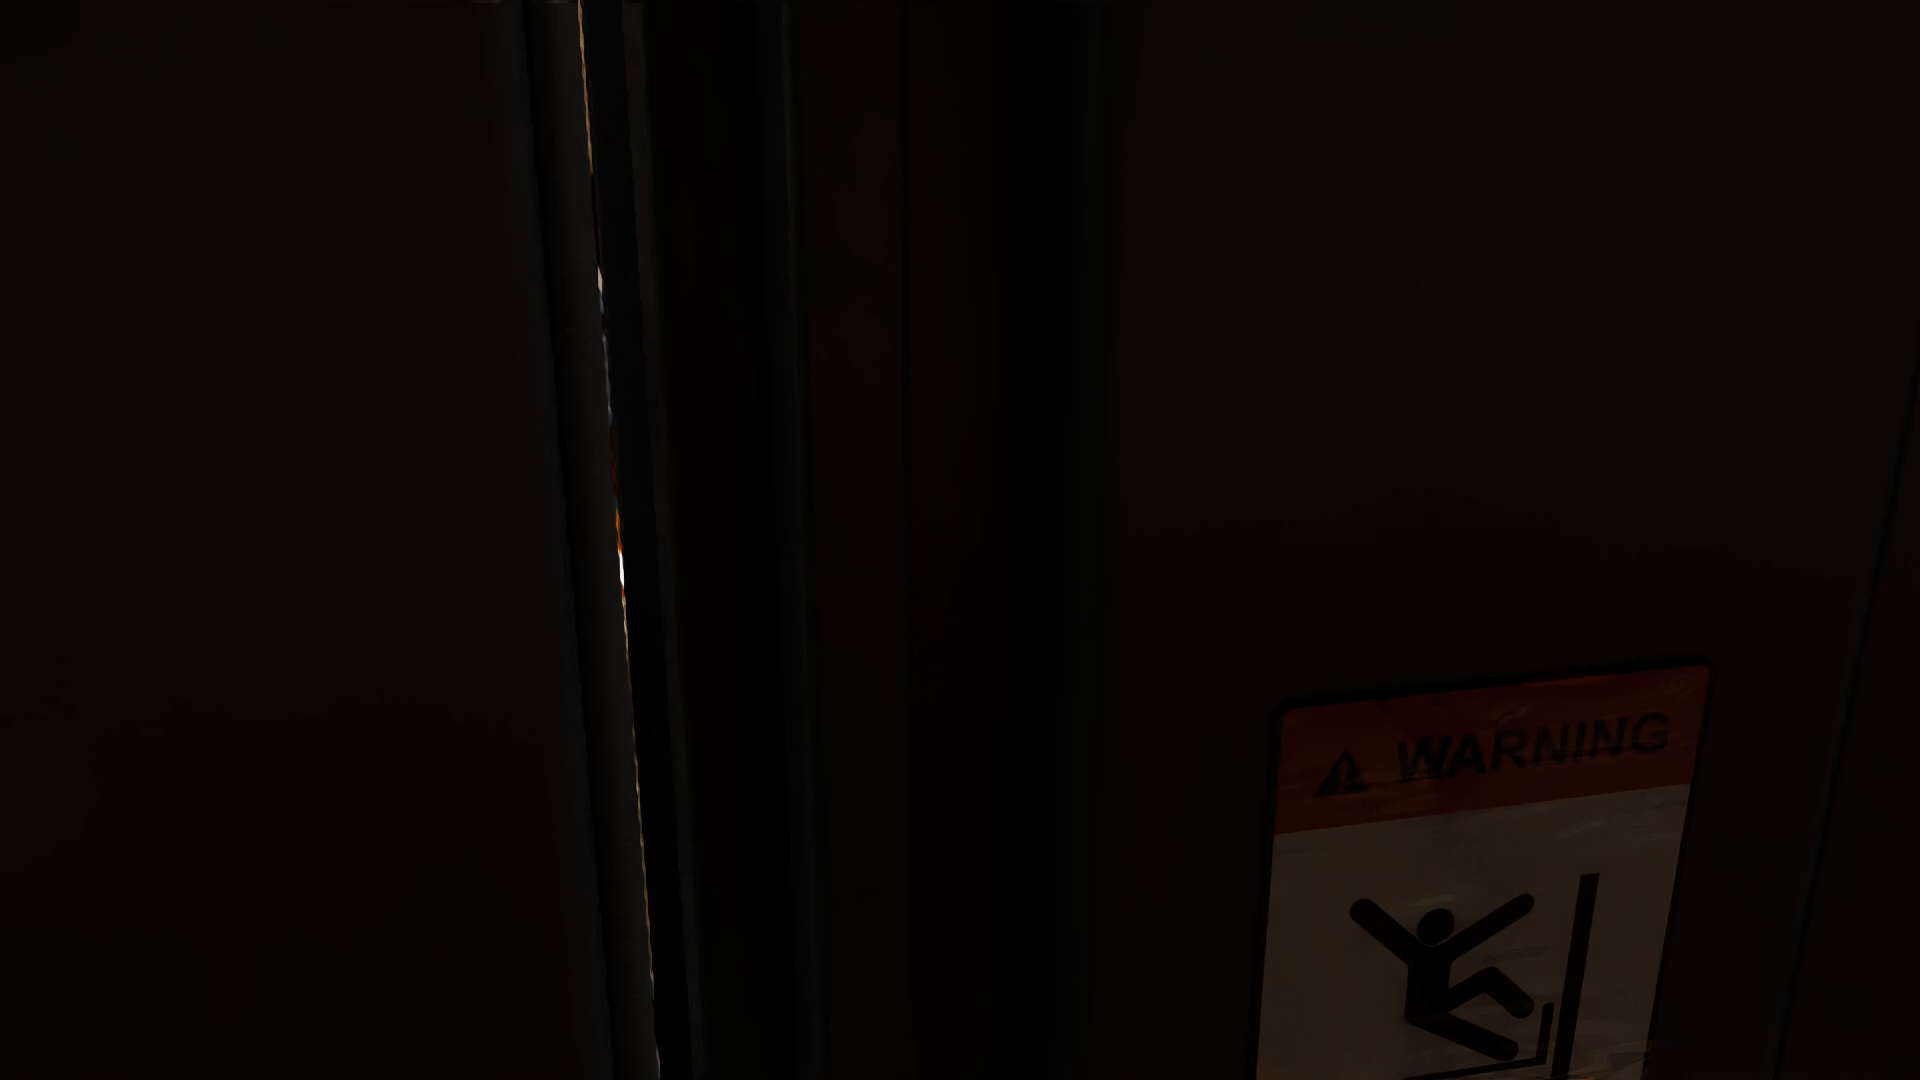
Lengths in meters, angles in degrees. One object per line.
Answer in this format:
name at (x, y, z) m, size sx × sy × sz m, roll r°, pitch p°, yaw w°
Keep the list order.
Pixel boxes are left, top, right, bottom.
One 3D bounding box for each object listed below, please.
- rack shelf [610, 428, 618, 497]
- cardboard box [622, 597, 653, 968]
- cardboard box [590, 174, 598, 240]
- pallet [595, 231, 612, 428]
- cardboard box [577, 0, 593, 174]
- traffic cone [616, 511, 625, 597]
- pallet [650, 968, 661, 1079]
rack shelf at (0.100, -0.300, 3.318) m, size 4.000 × 0.370 × 1.077 m, roll -5°, pitch 21°, yaw -12°
cardboard box at (-0.638, 0.457, 3.416) m, size 0.625 × 0.372 × 0.950 m, roll -3°, pitch 20°, yaw -9°
cardboard box at (-0.733, -0.561, 2.741) m, size 0.250 × 0.149 × 0.380 m, roll -3°, pitch 20°, yaw -9°
pallet at (-1.069, -0.401, 2.828) m, size 1.213 × 0.211 × 1.003 m, roll -5°, pitch 21°, yaw -12°
cardboard box at (-0.837, -0.844, 2.570) m, size 0.500 × 0.500 × 0.500 m, roll -5°, pitch 21°, yaw -12°
traffic cone at (-0.962, 0.145, 4.746) m, size 0.334 × 0.463 × 0.336 m, roll -5°, pitch 21°, yaw -12°
pallet at (-1.089, 0.768, 3.412) m, size 1.213 × 0.211 × 1.003 m, roll -5°, pitch 21°, yaw -12°
